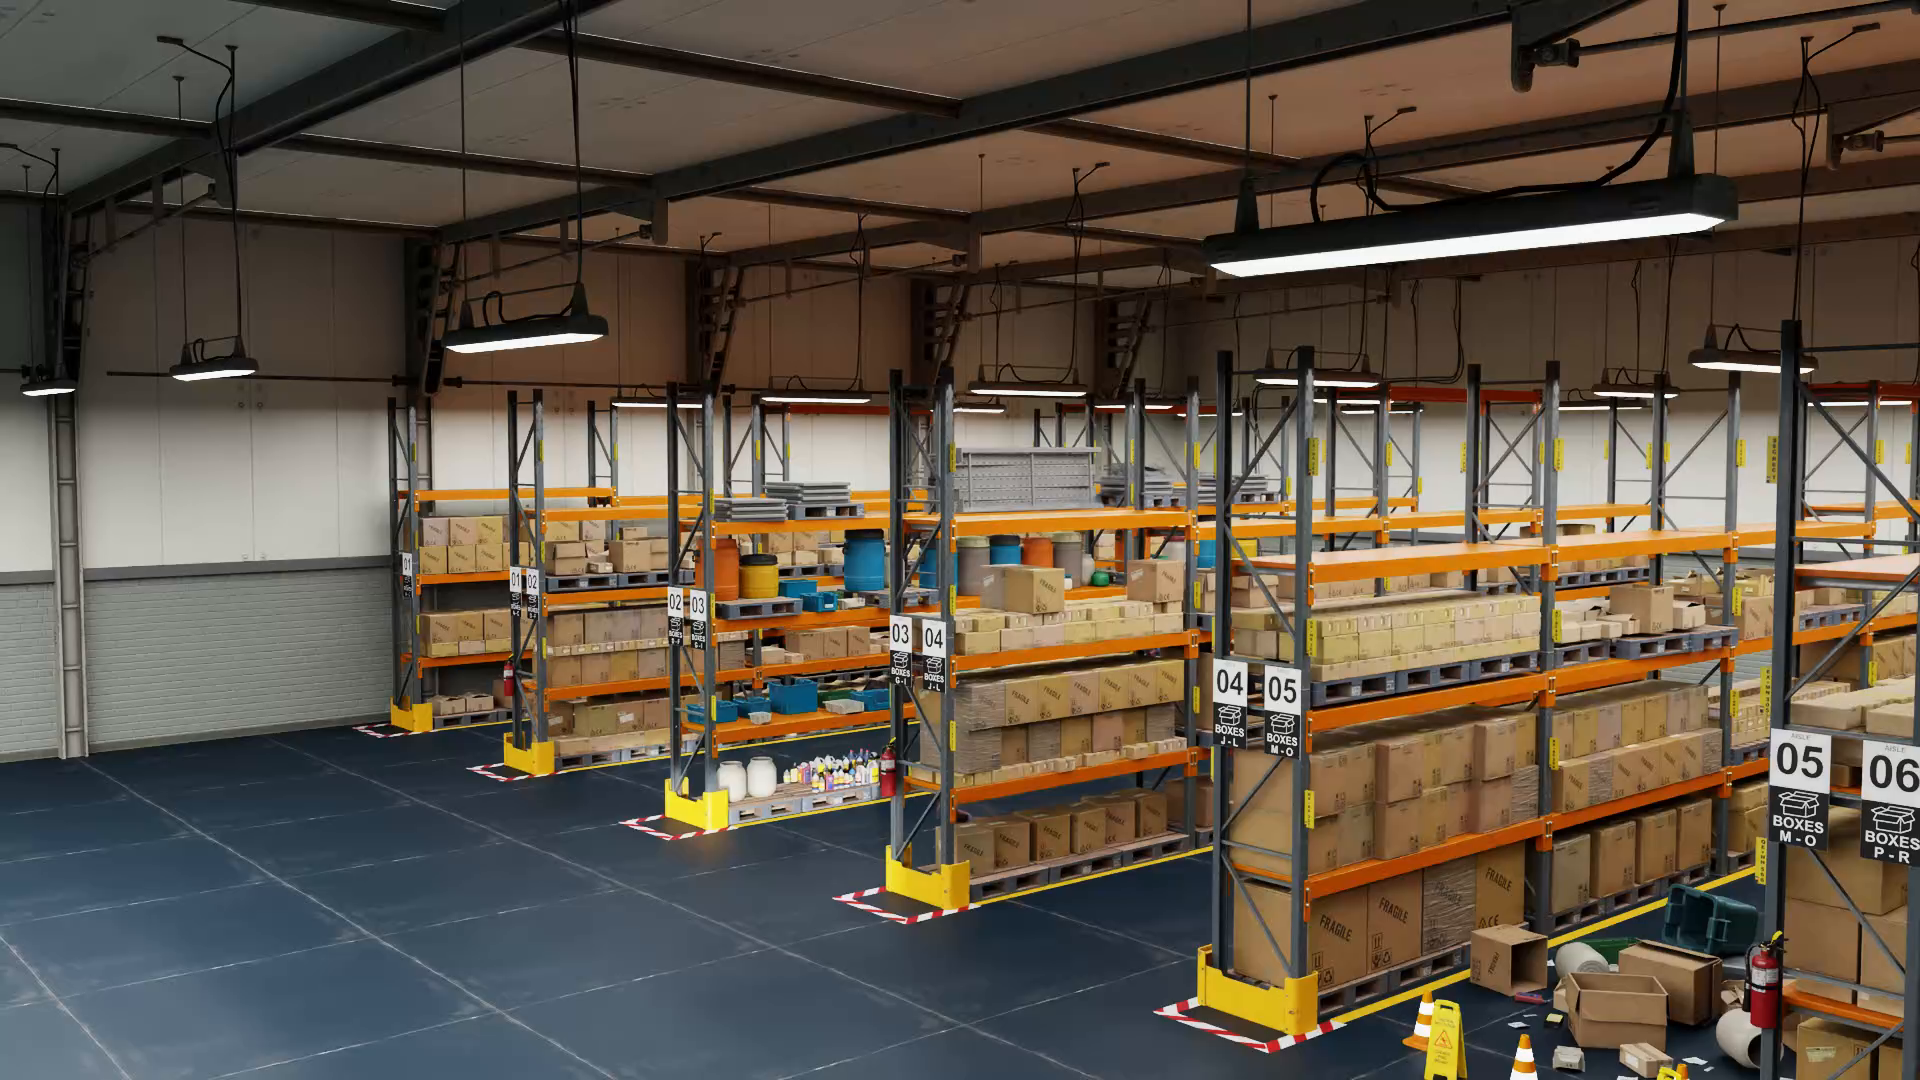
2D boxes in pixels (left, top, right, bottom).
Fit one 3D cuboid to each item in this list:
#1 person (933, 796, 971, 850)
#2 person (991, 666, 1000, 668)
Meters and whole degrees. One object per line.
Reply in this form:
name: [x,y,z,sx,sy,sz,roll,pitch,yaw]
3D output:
person: [-0.070,3.104,21.221,0.583,1.634,0.701,3,5,43]
person: [0.497,2.380,29.128,0.575,1.607,0.842,3,5,42]
